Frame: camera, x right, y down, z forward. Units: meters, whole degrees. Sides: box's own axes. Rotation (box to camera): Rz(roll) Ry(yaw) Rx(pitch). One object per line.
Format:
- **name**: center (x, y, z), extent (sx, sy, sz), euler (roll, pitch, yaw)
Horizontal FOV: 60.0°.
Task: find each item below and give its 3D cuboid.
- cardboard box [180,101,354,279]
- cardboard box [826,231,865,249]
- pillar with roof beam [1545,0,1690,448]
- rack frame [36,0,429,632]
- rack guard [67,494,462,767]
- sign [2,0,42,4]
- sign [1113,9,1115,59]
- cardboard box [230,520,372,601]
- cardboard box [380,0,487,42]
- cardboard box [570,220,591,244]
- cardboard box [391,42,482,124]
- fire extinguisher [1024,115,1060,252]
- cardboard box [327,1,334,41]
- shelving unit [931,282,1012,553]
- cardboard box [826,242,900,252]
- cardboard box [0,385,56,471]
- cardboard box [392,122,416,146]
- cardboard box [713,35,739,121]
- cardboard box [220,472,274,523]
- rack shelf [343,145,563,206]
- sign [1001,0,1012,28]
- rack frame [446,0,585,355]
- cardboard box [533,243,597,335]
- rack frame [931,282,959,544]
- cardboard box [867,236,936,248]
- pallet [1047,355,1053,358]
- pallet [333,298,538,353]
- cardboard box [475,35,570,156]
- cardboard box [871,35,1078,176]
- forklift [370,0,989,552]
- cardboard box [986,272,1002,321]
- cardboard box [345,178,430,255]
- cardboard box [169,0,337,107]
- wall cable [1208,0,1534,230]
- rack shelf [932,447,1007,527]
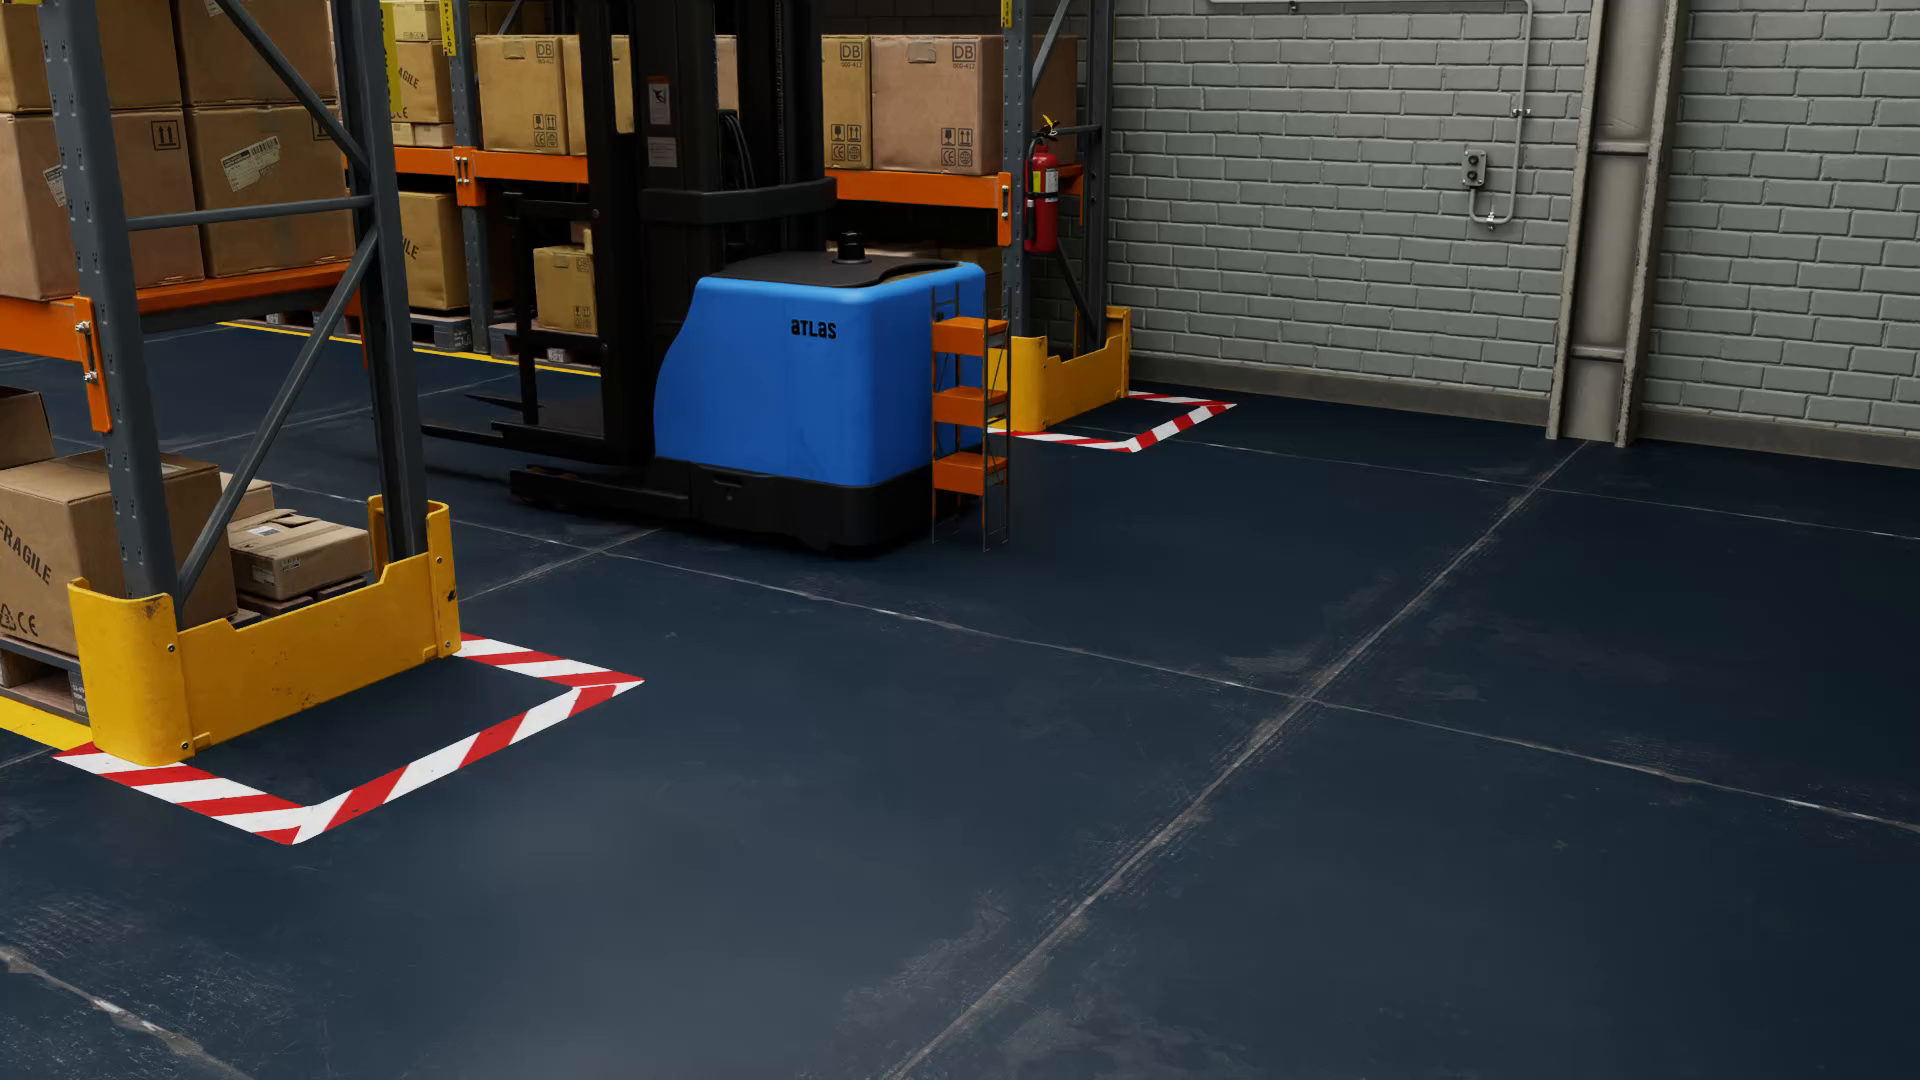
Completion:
- **cardboard box**: center (-2.301, -1.120, 5.234), extent (0.500, 0.500, 0.500), euler (11, 20, 31)
- **cardboard box**: center (-0.771, -1.747, 9.935), extent (0.250, 0.149, 0.380), euler (10, 20, 31)
- **pillar with roof beam**: center (1.029, -3.774, 3.824), extent (0.400, 9.000, 9.100), euler (10, 20, 30)
- **rack frame**: center (-2.061, -0.939, 4.812), extent (0.127, 3.000, 1.000), euler (10, 20, 30)
- **rack guard**: center (-2.125, 0.245, 5.213), extent (0.348, 0.500, 1.175), euler (10, 20, 30)
- **sign**: center (-2.368, -1.510, 4.155), extent (0.005, 0.325, 0.100), euler (10, 20, 30)
- **sign**: center (0.824, -2.755, 9.165), extent (0.005, 0.325, 0.100), euler (10, 20, 30)
- **cardboard box**: center (-2.238, 0.066, 5.652), extent (0.250, 0.149, 0.380), euler (10, 20, 30)
- **cardboard box**: center (-3.412, -3.341, 10.711), extent (0.500, 0.250, 0.500), euler (11, 20, 31)
- **cardboard box**: center (-2.316, -2.022, 10.840), extent (0.250, 0.149, 0.380), euler (10, 20, 30)
- **cardboard box**: center (-3.405, -2.982, 10.820), extent (0.500, 0.500, 0.500), euler (10, 19, 29)
- **fire extinguisher**: center (0.416, -1.814, 8.466), extent (0.183, 0.674, 0.296), euler (10, 20, 30)
- **cardboard box**: center (-3.842, -3.421, 10.975), extent (0.500, 0.250, 0.500), euler (11, 20, 31)
- **shelving unit**: center (0.046, -0.494, 6.702), extent (0.252, 1.050, 0.215), euler (10, 20, 30)
- **cardboard box**: center (-0.543, -1.577, 9.372), extent (0.250, 0.149, 0.380), euler (11, 20, 32)
- **cardboard box**: center (-3.866, -0.279, 6.177), extent (0.637, 0.503, 0.797), euler (10, 20, 30)
- **cardboard box**: center (-3.544, -2.678, 10.935), extent (0.250, 0.149, 0.380), euler (11, 20, 31)
- **cardboard box**: center (-1.182, -2.611, 9.801), extent (0.700, 0.700, 0.980), euler (9, 19, 27)
- **cardboard box**: center (-2.802, -0.063, 5.901), extent (0.500, 0.250, 0.500), euler (10, 20, 30)
- **rack shelf**: center (-4.584, -2.735, 11.961), extent (4.000, 0.370, 1.077), euler (10, 20, 30)
- **sign**: center (0.233, -2.702, 8.214), extent (0.005, 0.325, 0.100), euler (10, 20, 30)
- **rack frame**: center (-2.880, -2.775, 10.855), extent (0.127, 3.000, 1.000), euler (10, 20, 30)
- **cardboard box**: center (-2.296, -1.641, 10.700), extent (0.500, 0.500, 0.700), euler (10, 20, 31)
- **rack frame**: center (-0.058, -0.513, 6.763), extent (0.008, 1.050, 0.200), euler (10, 20, 30)
- **cardboard box**: center (-0.341, -1.671, 9.683), extent (0.250, 0.149, 0.380), euler (10, 20, 30)
- **pallet**: center (-0.194, -0.934, 9.594), extent (1.213, 0.211, 1.003), euler (10, 20, 30)
- **pallet**: center (-3.577, -1.539, 11.586), extent (1.213, 0.211, 1.003), euler (10, 20, 30)
- **cardboard box**: center (-2.426, -2.832, 10.527), extent (0.700, 0.700, 0.980), euler (10, 20, 31)
- **cardboard box**: center (0.089, -2.385, 9.056), extent (0.700, 0.700, 0.980), euler (11, 20, 33)
- **forklift**: center (-1.406, -1.652, 7.276), extent (3.031, 2.935, 1.130), euler (10, 19, 29)
- **cardboard box**: center (-0.120, -1.253, 9.424), extent (0.500, 0.500, 0.700), euler (10, 20, 30)
- **cardboard box**: center (-4.261, -2.148, 11.769), extent (0.750, 0.750, 0.750), euler (11, 20, 32)
- **cardboard box**: center (-2.301, -1.598, 5.089), extent (0.500, 0.500, 0.500), euler (11, 20, 32)
- **wall cable**: center (2.115, -2.692, 8.835), extent (1.851, 1.984, 0.084), euler (10, 20, 30)
- **rack shelf**: center (0.046, -0.218, 6.786), extent (0.240, 0.259, 0.215), euler (10, 20, 30)
